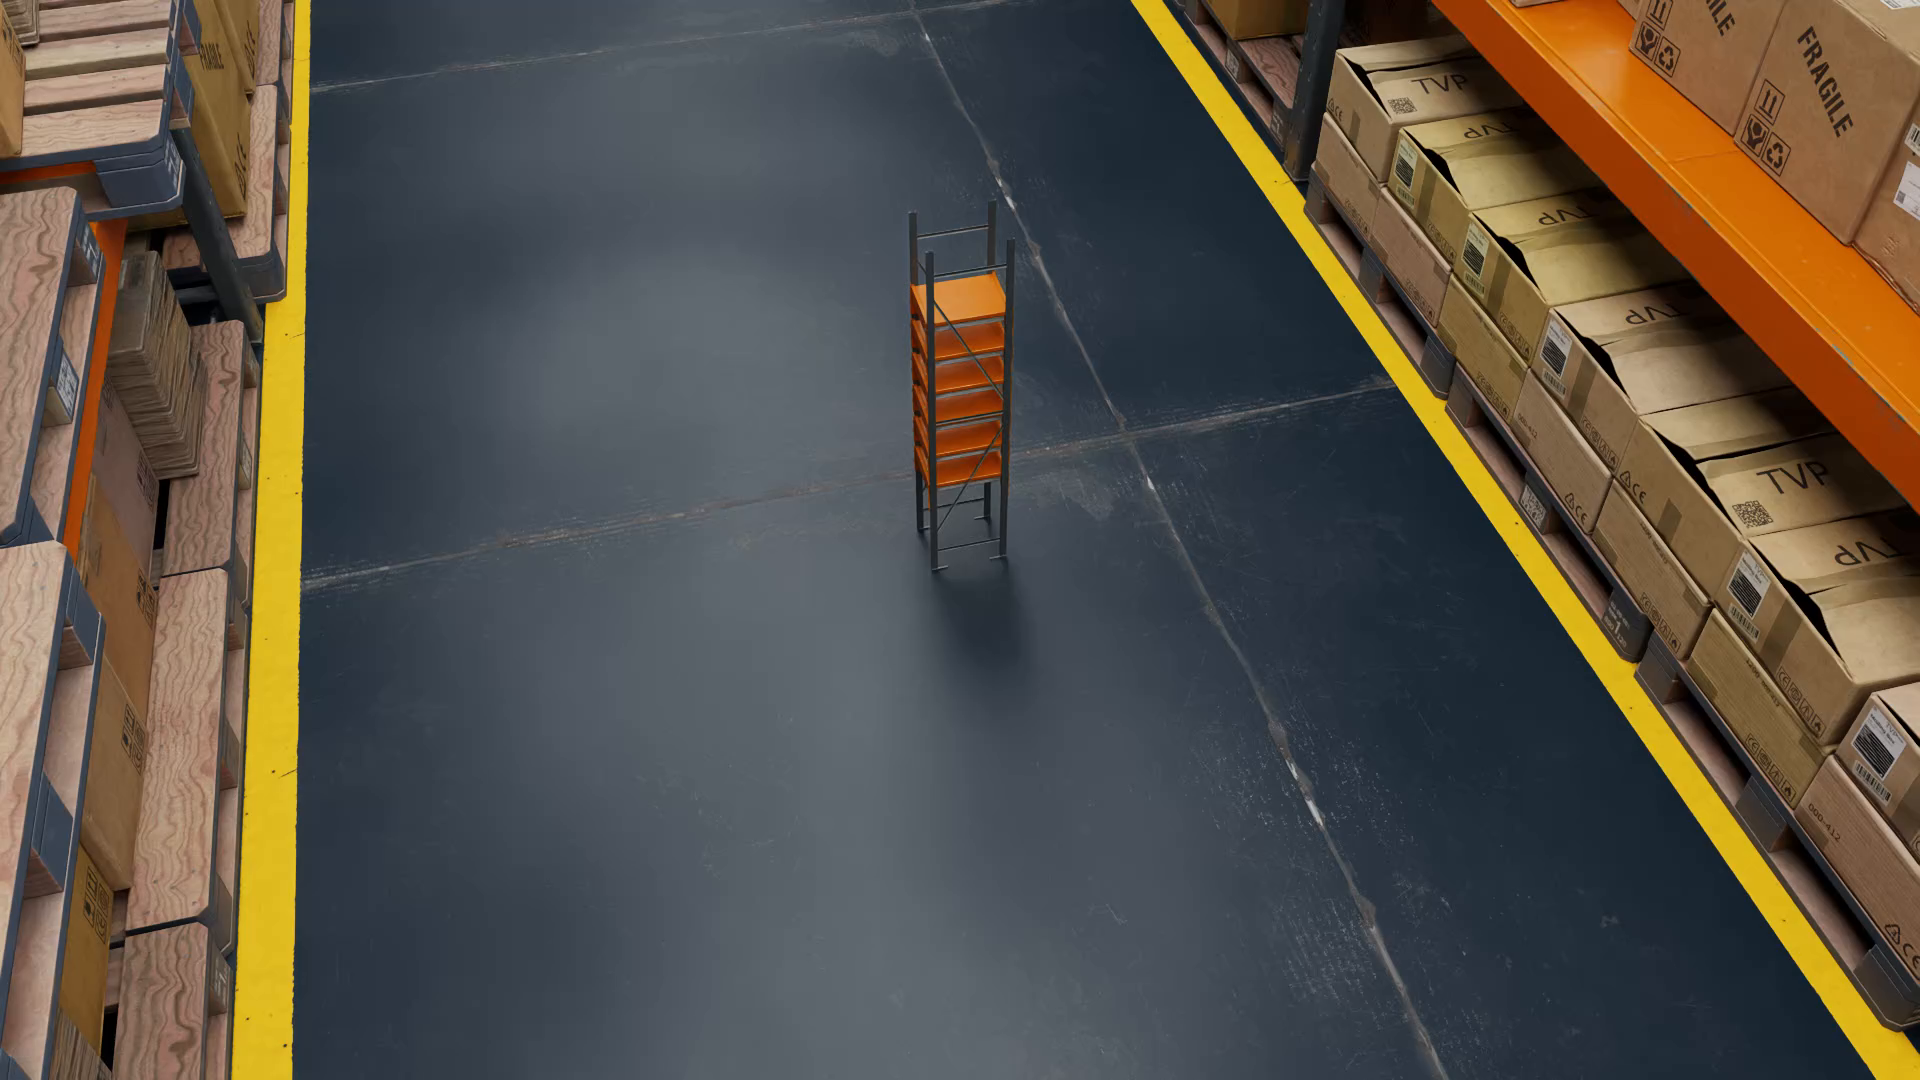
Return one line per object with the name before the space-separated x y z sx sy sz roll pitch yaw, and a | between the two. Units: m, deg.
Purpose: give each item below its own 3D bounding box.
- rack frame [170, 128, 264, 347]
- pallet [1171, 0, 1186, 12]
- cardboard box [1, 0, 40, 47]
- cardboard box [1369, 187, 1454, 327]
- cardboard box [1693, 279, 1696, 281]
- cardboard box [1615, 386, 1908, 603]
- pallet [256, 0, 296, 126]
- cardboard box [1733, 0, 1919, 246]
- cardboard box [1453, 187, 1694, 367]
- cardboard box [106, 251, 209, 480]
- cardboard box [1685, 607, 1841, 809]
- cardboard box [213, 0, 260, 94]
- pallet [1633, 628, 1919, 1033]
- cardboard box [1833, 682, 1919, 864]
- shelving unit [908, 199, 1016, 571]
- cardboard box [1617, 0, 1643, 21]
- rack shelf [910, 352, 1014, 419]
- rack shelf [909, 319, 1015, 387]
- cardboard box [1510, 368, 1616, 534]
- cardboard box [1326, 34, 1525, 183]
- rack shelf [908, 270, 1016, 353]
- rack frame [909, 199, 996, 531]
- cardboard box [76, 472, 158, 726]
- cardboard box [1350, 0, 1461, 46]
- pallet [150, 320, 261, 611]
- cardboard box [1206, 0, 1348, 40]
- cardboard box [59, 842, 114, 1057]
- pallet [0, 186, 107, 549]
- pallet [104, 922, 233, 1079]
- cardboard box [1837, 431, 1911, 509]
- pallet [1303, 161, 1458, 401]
rack frame | -2.986 -1.696 4.812 1.000 3.000 0.127 -11 47 -10
pallet | 1.339 -2.992 8.034 1.003 0.211 1.213 -11 47 -10
cardboard box | -2.856 -1.563 4.303 0.700 0.500 0.500 -16 48 -15
cardboard box | 1.782 -1.027 5.787 0.500 0.250 0.500 -12 47 -11
cardboard box | 2.440 -0.962 5.331 0.500 0.311 0.500 -11 47 -11
cardboard box | 2.181 -0.154 4.539 0.500 0.311 0.500 -11 47 -10
pallet | -3.423 -2.119 7.179 1.003 0.211 1.213 -11 47 -10
cardboard box | 2.382 -1.121 4.178 0.500 0.500 0.500 -11 47 -10
cardboard box | 1.923 -0.857 5.228 0.500 0.311 0.500 -12 47 -11
cardboard box | -2.751 -0.488 5.070 0.700 0.500 0.500 -10 46 -10
cardboard box | 2.312 0.390 4.399 0.500 0.250 0.500 -11 47 -11
cardboard box | -3.265 -2.229 6.545 0.750 0.750 0.750 -11 47 -11
pallet | 2.600 0.631 4.483 1.003 0.211 1.213 -11 47 -10
cardboard box | 2.445 0.549 3.850 0.500 0.311 0.500 -11 47 -10
shelving unit | 0.004 -0.410 4.812 0.258 1.200 0.189 -11 47 -10
cardboard box | 2.183 -1.647 4.939 0.380 0.149 0.250 -8 46 -7
rack shelf | 0.004 -0.463 4.758 0.258 0.103 0.180 -11 47 -10
rack shelf | 0.004 -0.547 4.672 0.258 0.103 0.180 -11 47 -10
cardboard box | 2.052 -0.315 5.090 0.500 0.250 0.500 -10 46 -10
cardboard box | 1.652 -1.570 5.927 0.500 0.311 0.500 -9 46 -9
rack shelf | 0.004 -0.631 4.586 0.258 0.103 0.180 -11 47 -10
rack frame | -0.020 -0.473 4.874 0.240 1.200 0.006 -11 47 -10
cardboard box | -2.577 0.227 4.370 0.700 0.500 0.500 -11 47 -11
cardboard box | 1.962 -2.250 6.797 0.500 0.500 0.500 -9 46 -9
pallet | -2.787 -0.181 5.279 1.003 0.211 1.213 -11 47 -10
cardboard box | 1.336 -2.487 7.029 0.500 0.500 0.500 -9 46 -9
cardboard box | -2.347 0.934 3.677 0.700 0.500 0.500 -12 47 -11
pallet | -2.439 -0.270 3.549 1.003 0.211 1.213 -11 47 -10
pallet | -2.162 1.504 3.628 1.003 0.211 1.213 -11 47 -10
cardboard box | 2.704 -0.258 4.642 0.500 0.311 0.500 -12 47 -12
pallet | 1.975 -1.053 6.134 1.003 0.211 1.213 -11 47 -10
